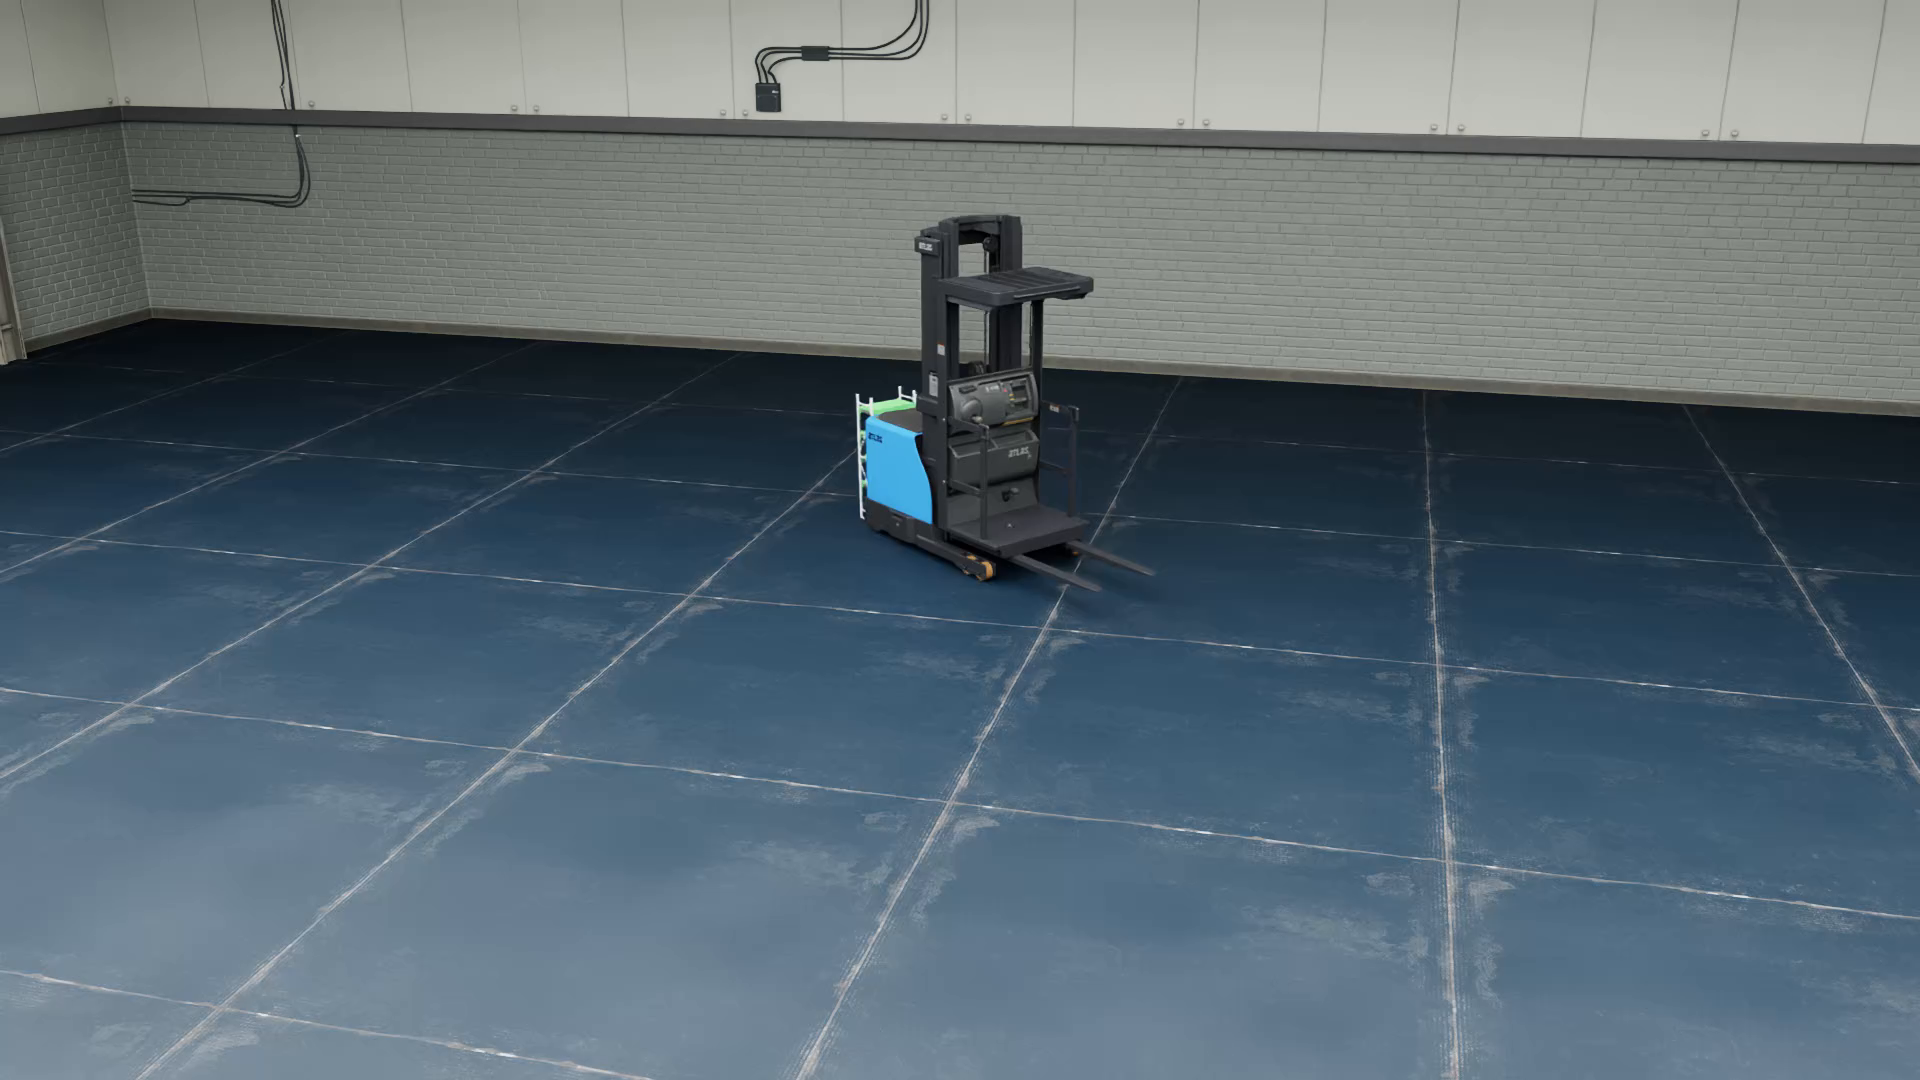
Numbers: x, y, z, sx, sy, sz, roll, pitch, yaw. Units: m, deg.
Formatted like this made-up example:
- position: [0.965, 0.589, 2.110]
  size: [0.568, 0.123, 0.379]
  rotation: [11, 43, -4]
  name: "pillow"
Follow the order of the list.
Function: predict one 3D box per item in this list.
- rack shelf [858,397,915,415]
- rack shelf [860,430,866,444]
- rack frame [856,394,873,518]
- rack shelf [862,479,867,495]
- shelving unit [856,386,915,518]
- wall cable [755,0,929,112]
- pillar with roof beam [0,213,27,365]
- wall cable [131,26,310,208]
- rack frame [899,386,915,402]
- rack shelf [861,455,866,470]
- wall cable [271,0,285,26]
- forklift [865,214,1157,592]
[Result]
- position: [-0.690, -1.206, 15.565]
  size: [0.480, 0.148, 0.258]
  rotation: [-14, 22, -36]
  name: "rack shelf"
- position: [-0.686, -0.978, 15.638]
  size: [0.480, 0.148, 0.258]
  rotation: [-14, 22, -36]
  name: "rack shelf"
- position: [-0.876, -0.761, 15.550]
  size: [0.015, 1.200, 0.240]
  rotation: [-14, 22, -36]
  name: "rack frame"
- position: [-0.679, -0.520, 15.785]
  size: [0.480, 0.148, 0.258]
  rotation: [-14, 22, -36]
  name: "rack shelf"
- position: [-0.684, -0.810, 15.692]
  size: [0.503, 1.200, 0.258]
  rotation: [-14, 22, -36]
  name: "shelving unit"
- position: [-1.517, -8.324, 20.373]
  size: [2.305, 6.003, 0.169]
  rotation: [5, 19, 13]
  name: "wall cable"
- position: [-8.547, -6.310, 19.739]
  size: [9.100, 9.000, 0.400]
  rotation: [5, 19, 13]
  name: "pillar with roof beam"
- position: [-10.719, -5.999, 23.634]
  size: [3.097, 2.526, 0.112]
  rotation: [5, 19, 13]
  name: "wall cable"
- position: [-0.492, -0.859, 15.835]
  size: [0.015, 1.200, 0.240]
  rotation: [-14, 22, -36]
  name: "rack frame"
- position: [-0.683, -0.749, 15.712]
  size: [0.480, 0.148, 0.258]
  rotation: [-14, 22, -36]
  name: "rack shelf"
- position: [-8.096, -8.176, 22.192]
  size: [3.097, 2.526, 0.112]
  rotation: [5, 19, 13]
  name: "wall cable"
- position: [0.426, -1.219, 14.222]
  size: [1.130, 2.935, 3.031]
  rotation: [-14, 23, -36]
  name: "forklift"
